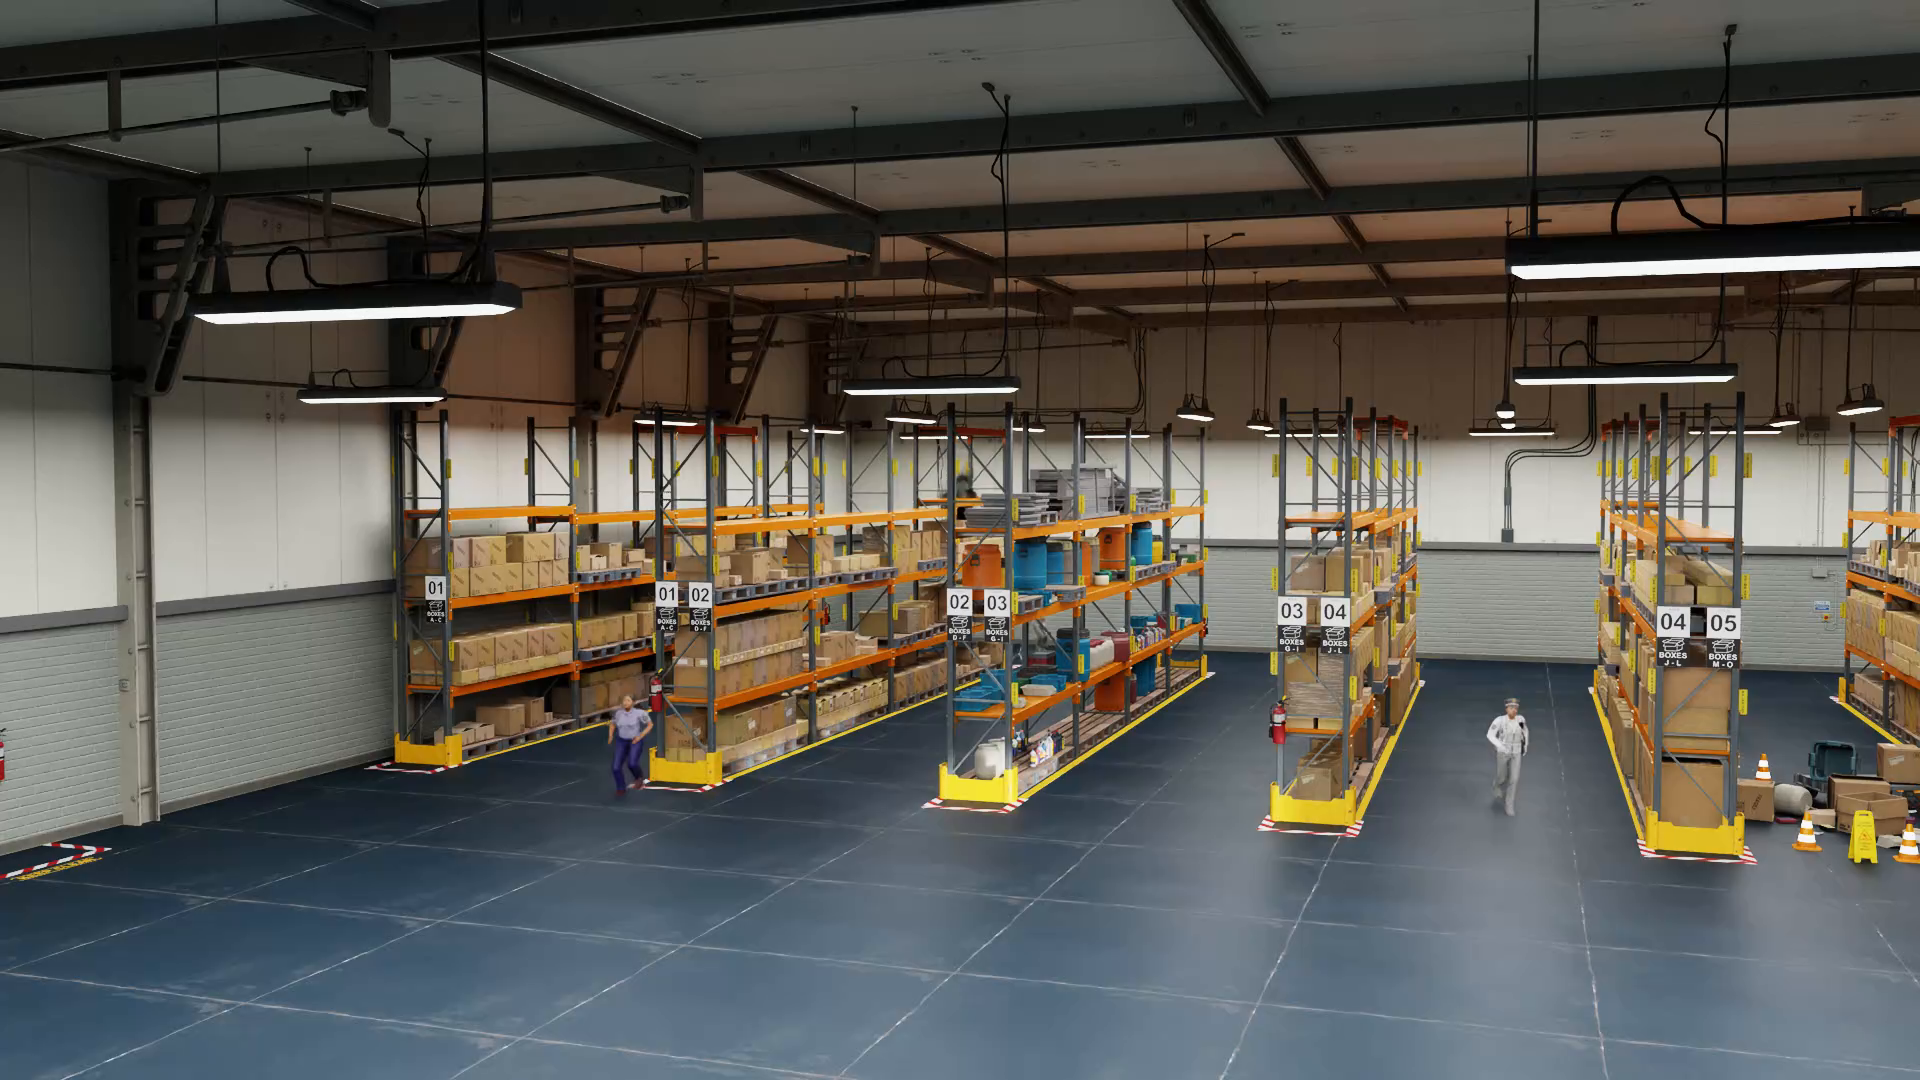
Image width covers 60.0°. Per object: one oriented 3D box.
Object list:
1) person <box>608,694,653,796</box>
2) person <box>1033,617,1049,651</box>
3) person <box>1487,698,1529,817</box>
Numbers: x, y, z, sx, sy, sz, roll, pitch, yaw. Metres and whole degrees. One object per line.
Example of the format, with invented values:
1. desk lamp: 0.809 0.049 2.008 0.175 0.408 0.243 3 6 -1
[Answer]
1. person: -5.061 3.171 25.426 0.695 1.623 0.517 0 2 6
2. person: 2.014 2.203 42.295 0.509 1.488 0.615 -1 3 -26
3. person: 8.021 3.130 24.322 0.640 1.685 0.900 0 2 1
